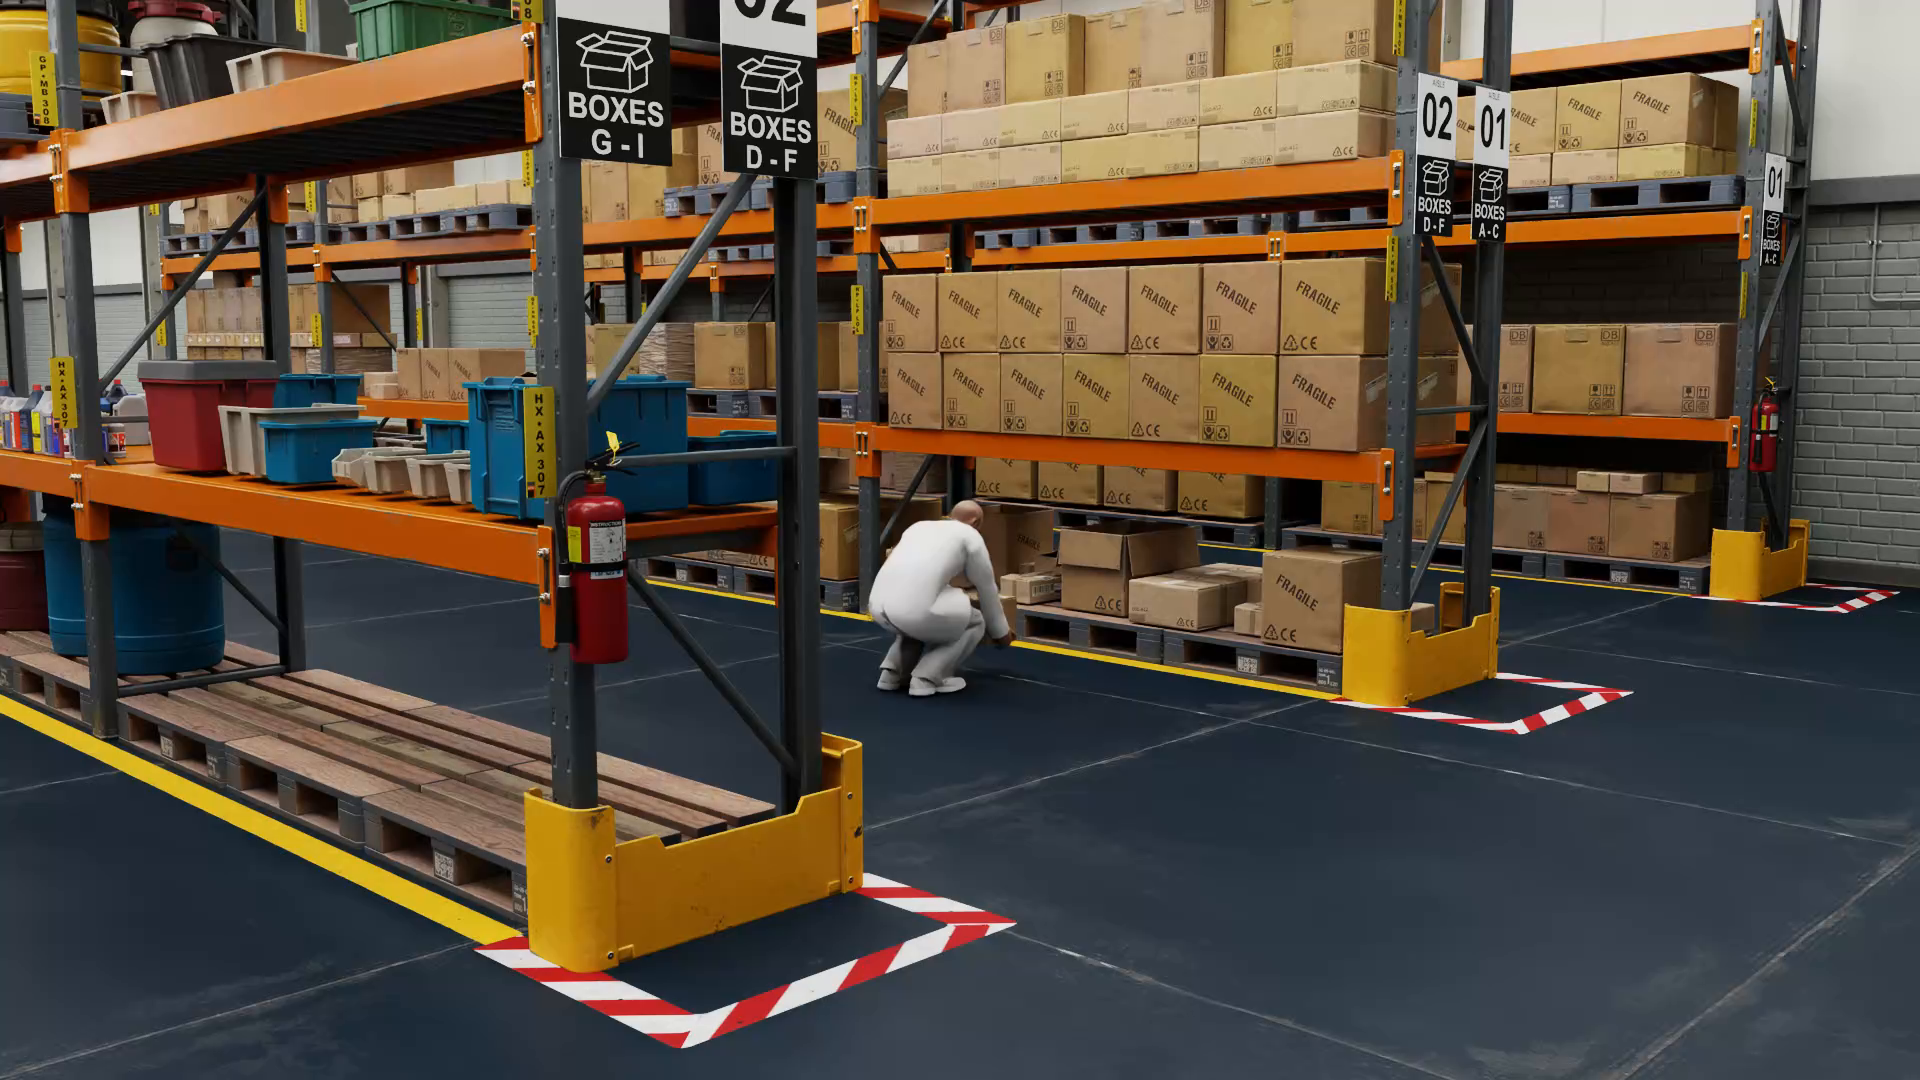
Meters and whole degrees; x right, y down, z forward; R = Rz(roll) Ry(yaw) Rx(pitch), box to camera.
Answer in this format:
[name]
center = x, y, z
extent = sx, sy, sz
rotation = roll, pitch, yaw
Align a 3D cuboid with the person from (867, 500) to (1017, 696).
[person]
center = -0.104, 0.304, 9.065
extent = 0.577, 1.000, 0.938
rotation = 6, 9, 42
